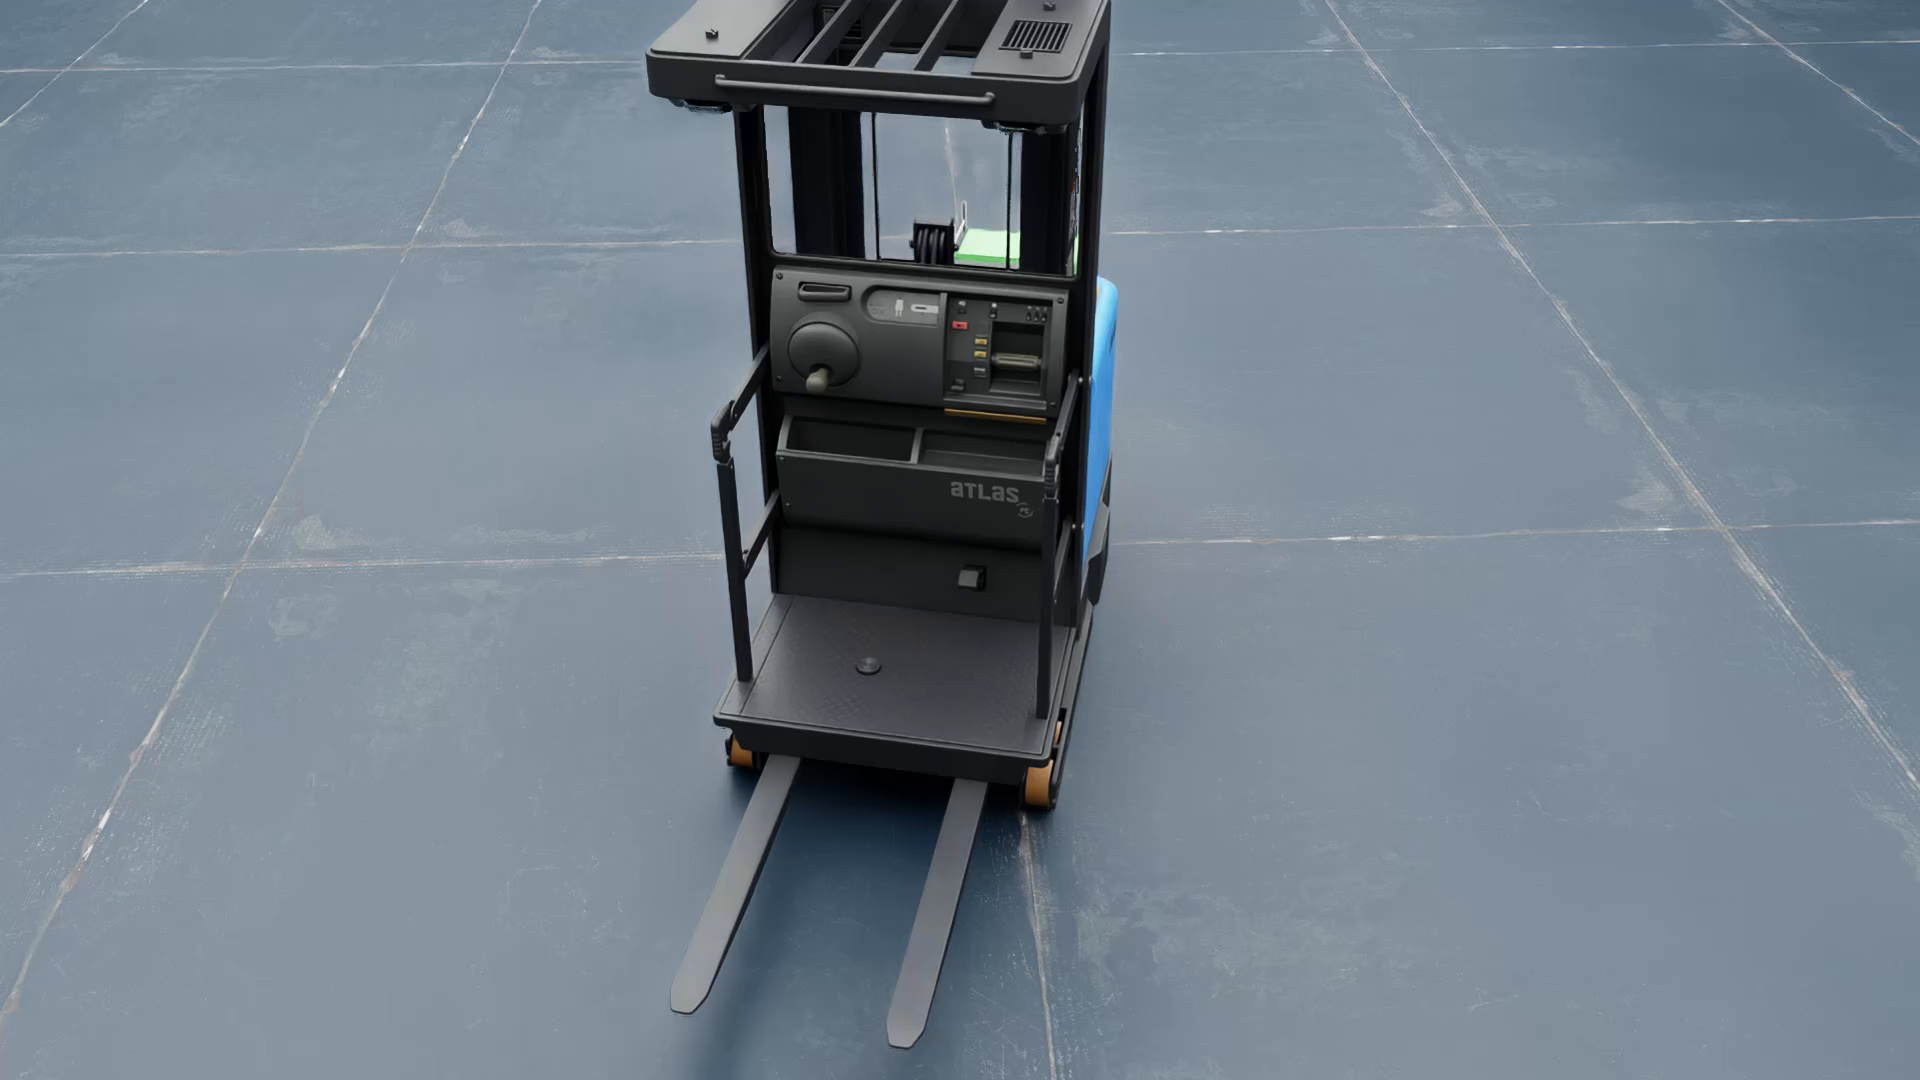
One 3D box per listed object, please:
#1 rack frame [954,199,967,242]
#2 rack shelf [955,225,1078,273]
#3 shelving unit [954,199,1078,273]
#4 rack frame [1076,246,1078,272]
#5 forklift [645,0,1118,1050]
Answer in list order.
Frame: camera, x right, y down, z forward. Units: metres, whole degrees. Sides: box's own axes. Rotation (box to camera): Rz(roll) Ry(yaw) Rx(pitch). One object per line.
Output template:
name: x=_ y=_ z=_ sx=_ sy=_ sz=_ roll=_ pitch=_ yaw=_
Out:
rack frame: x=-0.001 y=-0.789 z=6.835 sx=0.015 sy=1.200 sz=0.240 roll=6 pitch=35 yaw=9
rack shelf: x=0.239 y=-1.106 z=6.561 sx=0.480 sy=0.148 sz=0.258 roll=6 pitch=35 yaw=9
shelving unit: x=0.239 y=-0.763 z=6.797 sx=0.503 sy=1.200 sz=0.258 roll=6 pitch=35 yaw=9
rack frame: x=0.478 y=-0.736 z=6.759 sx=0.015 sy=1.200 sz=0.240 roll=6 pitch=35 yaw=9
forklift: x=-0.171 y=-0.555 z=4.976 sx=1.130 sy=2.935 sz=3.031 roll=6 pitch=35 yaw=9
